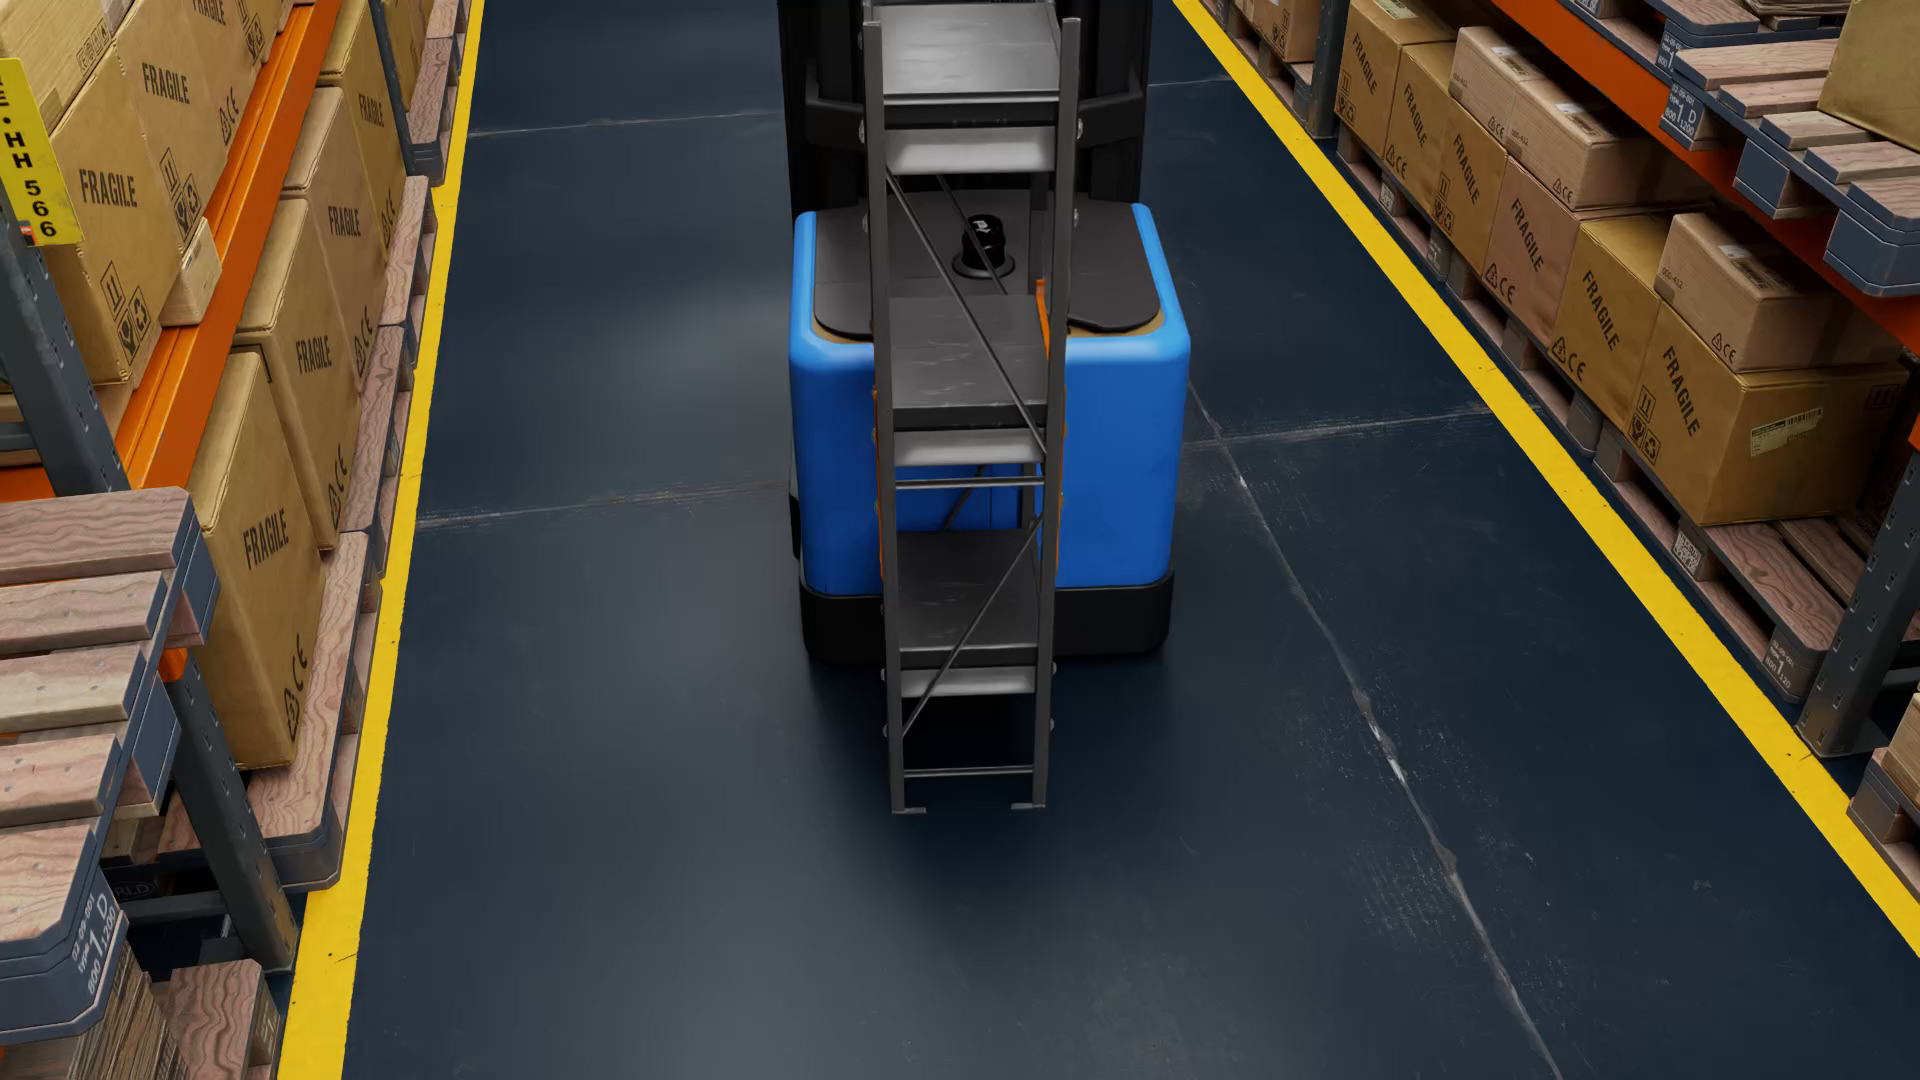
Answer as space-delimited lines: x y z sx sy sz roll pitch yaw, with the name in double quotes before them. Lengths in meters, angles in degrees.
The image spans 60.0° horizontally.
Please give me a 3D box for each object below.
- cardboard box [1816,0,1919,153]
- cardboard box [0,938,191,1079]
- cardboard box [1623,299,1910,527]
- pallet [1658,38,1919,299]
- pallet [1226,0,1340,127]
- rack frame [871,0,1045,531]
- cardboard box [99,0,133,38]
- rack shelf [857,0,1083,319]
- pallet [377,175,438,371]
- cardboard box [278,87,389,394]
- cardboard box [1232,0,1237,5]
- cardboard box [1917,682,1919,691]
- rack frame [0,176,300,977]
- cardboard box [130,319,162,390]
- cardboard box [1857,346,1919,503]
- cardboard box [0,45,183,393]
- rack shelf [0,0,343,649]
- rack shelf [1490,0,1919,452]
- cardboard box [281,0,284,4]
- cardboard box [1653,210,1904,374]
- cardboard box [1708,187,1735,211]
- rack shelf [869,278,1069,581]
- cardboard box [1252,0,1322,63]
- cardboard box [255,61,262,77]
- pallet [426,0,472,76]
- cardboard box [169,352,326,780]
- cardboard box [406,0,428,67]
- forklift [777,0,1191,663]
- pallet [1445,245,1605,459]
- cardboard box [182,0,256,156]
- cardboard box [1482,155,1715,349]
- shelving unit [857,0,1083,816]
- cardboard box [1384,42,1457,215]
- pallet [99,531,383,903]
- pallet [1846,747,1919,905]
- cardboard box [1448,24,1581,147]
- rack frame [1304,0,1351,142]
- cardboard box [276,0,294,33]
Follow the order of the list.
"cardboard box" 2.575 -1.253 3.994 0.700 0.500 0.500 -19 42 -23
"cardboard box" -1.903 1.099 3.070 0.700 0.500 0.500 -6 38 -7
"cardboard box" 2.401 -0.405 5.006 0.500 0.500 0.500 -5 38 -6
"pallet" 2.608 -1.005 4.255 1.213 0.211 1.003 -6 38 -8
"pallet" 1.975 -2.409 8.178 1.003 0.211 1.213 -6 38 -8
"rack frame" -0.004 -0.422 4.082 0.400 2.100 0.015 -2 38 -2
"cardboard box" -2.001 -1.231 3.439 0.500 0.250 0.500 -7 38 -9
"rack shelf" 0.009 -0.814 3.468 0.431 0.518 0.480 -2 38 -2
"pallet" -2.572 -1.001 6.366 1.003 0.211 1.213 -6 38 -8
"cardboard box" -2.381 -0.962 5.453 0.750 0.750 0.750 -5 38 -7
"cardboard box" 1.584 -2.974 8.466 0.500 0.311 0.500 -6 38 -8
"cardboard box" 2.599 0.367 3.774 0.500 0.311 0.500 -5 38 -6
"rack frame" -2.080 -0.144 2.990 1.000 3.000 0.127 -6 38 -8
"cardboard box" -1.945 -0.430 3.546 0.380 0.149 0.250 -6 38 -7
"cardboard box" 2.900 -0.487 5.111 0.500 0.500 0.500 -8 38 -10
"cardboard box" -1.913 -0.630 3.275 0.500 0.500 0.500 -5 38 -7
"rack shelf" -2.431 -1.068 4.766 1.077 0.370 4.000 -6 38 -8
"rack shelf" 2.446 -1.603 5.455 1.077 0.370 4.000 -6 38 -8
"cardboard box" -2.273 -1.862 4.861 0.500 0.500 0.500 -6 38 -8
"cardboard box" 2.387 -0.735 4.819 0.500 0.250 0.500 -5 38 -6
"cardboard box" 2.721 -1.105 5.906 0.500 0.500 0.500 -7 38 -9
"rack shelf" 0.009 -0.262 3.897 0.431 0.518 0.480 -2 38 -2
"cardboard box" 1.716 -2.595 7.824 0.500 0.500 0.500 -6 38 -8
"cardboard box" -2.229 -1.361 4.746 0.380 0.149 0.250 -5 38 -7
"pallet" -3.055 -2.665 8.508 1.003 0.211 1.213 -6 38 -8
"cardboard box" -2.080 0.081 4.111 0.750 0.750 0.750 -7 38 -9
"cardboard box" -2.896 -2.505 7.725 0.700 0.500 0.500 -7 38 -8
"forklift" 0.002 -1.694 5.041 1.130 2.935 3.031 -2 38 -2
"pallet" 2.492 -0.768 6.067 1.003 0.211 1.213 -6 38 -8
"cardboard box" -2.082 -1.247 4.070 0.500 0.500 0.500 -6 38 -8
"cardboard box" 2.213 -1.034 5.815 0.500 0.500 0.500 -8 38 -10
"shelving unit" 0.009 -0.272 3.889 0.431 2.100 0.503 -2 38 -2
"cardboard box" 2.044 -1.642 6.598 0.500 0.500 0.500 -6 38 -7
"pallet" -2.144 0.473 4.469 1.003 0.211 1.213 -6 38 -8
"pallet" 2.902 0.924 3.889 1.003 0.211 1.213 -6 38 -8
"cardboard box" 2.115 -1.655 6.003 0.500 0.250 0.500 -6 38 -8
"rack frame" 2.095 -3.095 6.789 1.000 3.000 0.127 -6 38 -8
"cardboard box" -2.293 -1.676 5.150 0.380 0.149 0.250 -6 38 -8
